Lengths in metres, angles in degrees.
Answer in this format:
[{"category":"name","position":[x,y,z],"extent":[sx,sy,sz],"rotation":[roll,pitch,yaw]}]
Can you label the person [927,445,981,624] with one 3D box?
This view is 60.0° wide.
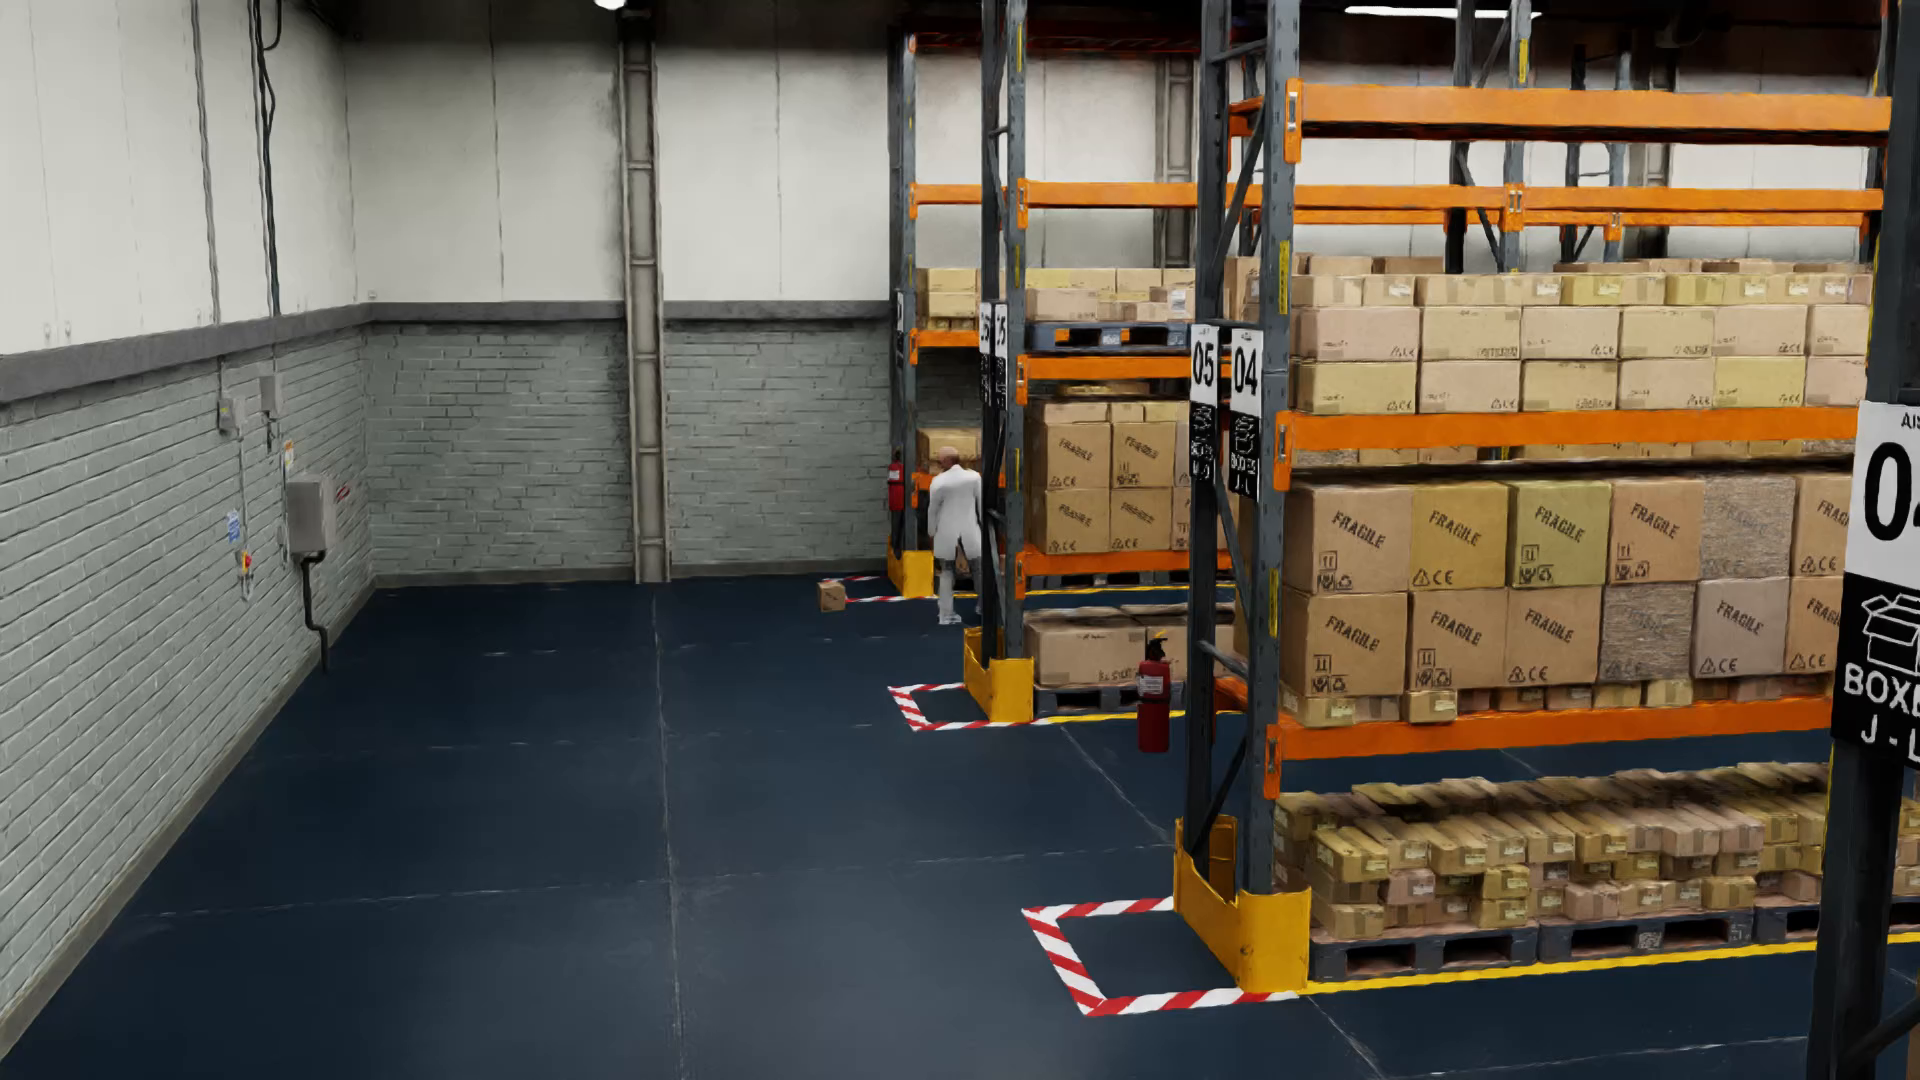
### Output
[{"category":"person","position":[-0.004,-0.063,16.412],"extent":[0.682,1.774,0.619],"rotation":[-2,10,-10]}]
